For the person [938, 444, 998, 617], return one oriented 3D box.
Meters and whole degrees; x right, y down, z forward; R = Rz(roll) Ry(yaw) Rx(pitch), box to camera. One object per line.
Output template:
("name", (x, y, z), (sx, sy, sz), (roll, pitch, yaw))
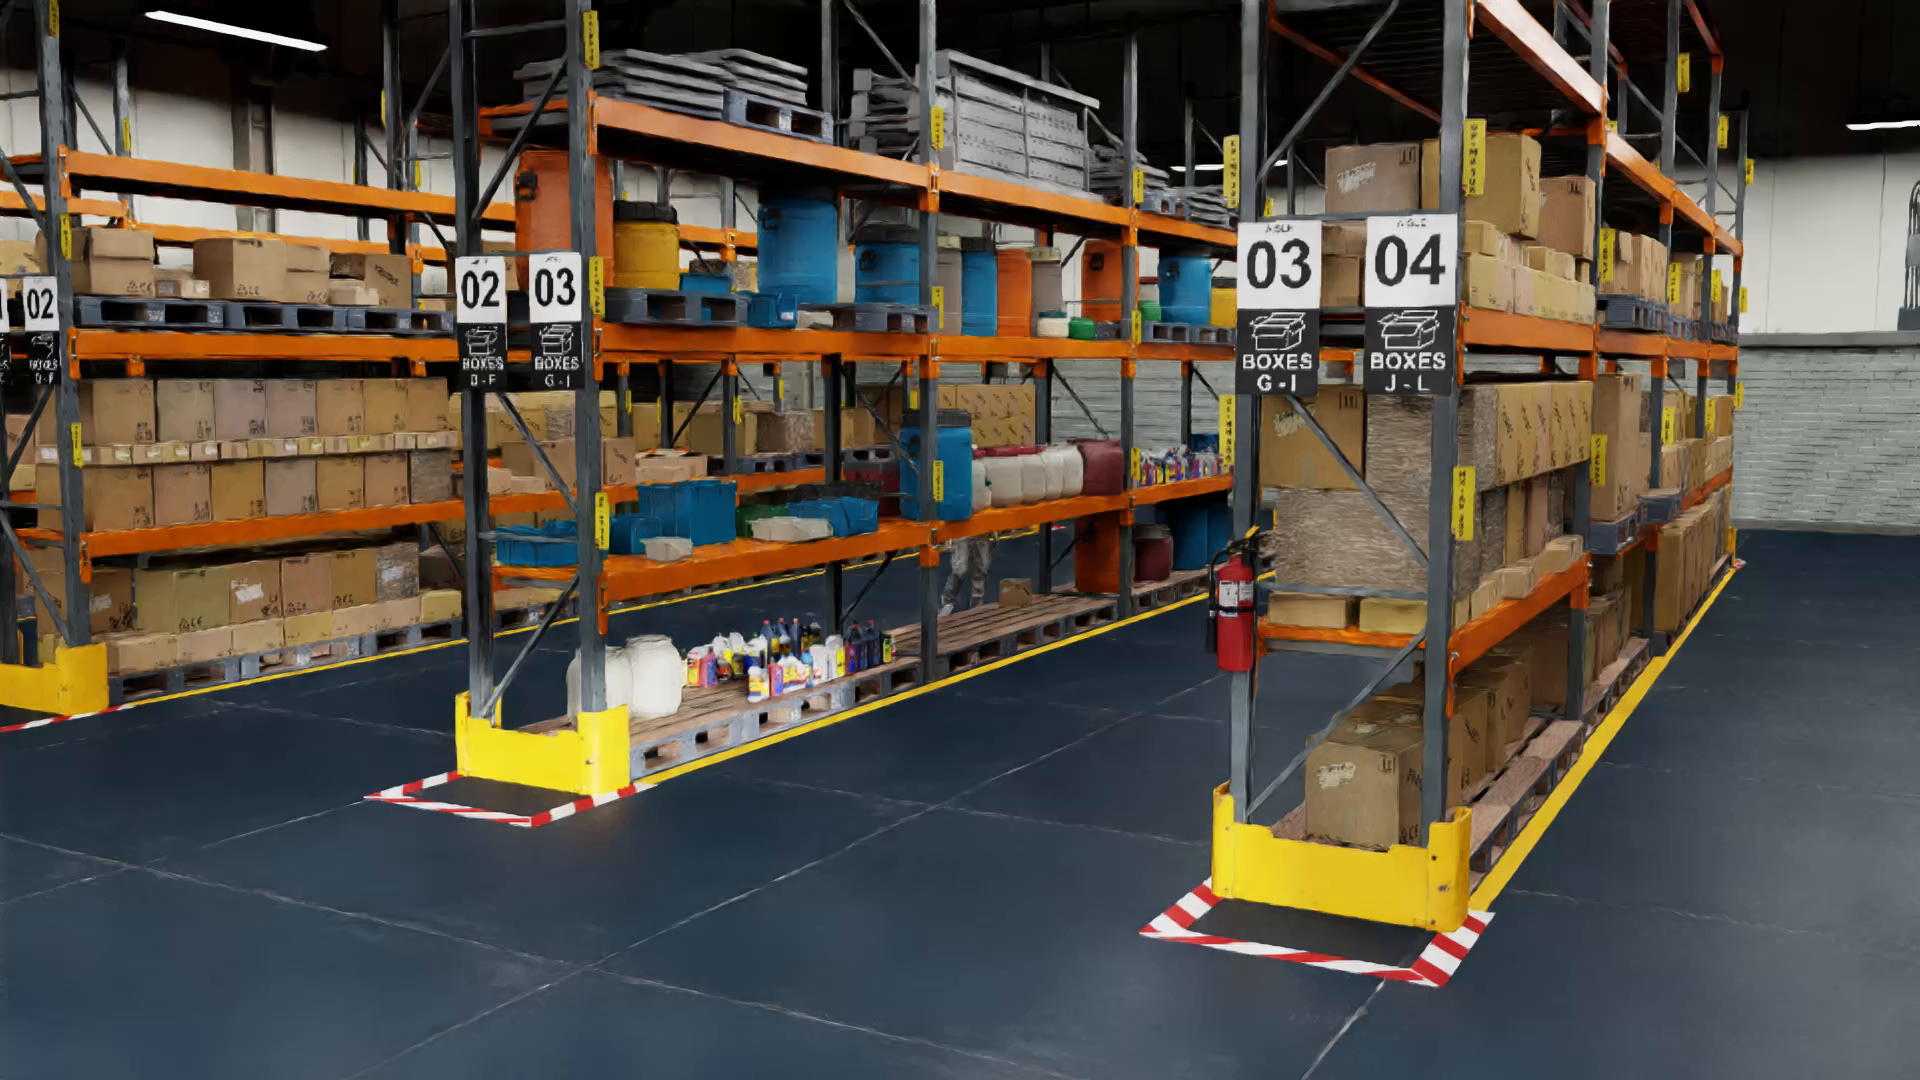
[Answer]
("person", (0.109, -0.054, 16.572), (0.633, 1.790, 0.556), (-4, 7, -33))
